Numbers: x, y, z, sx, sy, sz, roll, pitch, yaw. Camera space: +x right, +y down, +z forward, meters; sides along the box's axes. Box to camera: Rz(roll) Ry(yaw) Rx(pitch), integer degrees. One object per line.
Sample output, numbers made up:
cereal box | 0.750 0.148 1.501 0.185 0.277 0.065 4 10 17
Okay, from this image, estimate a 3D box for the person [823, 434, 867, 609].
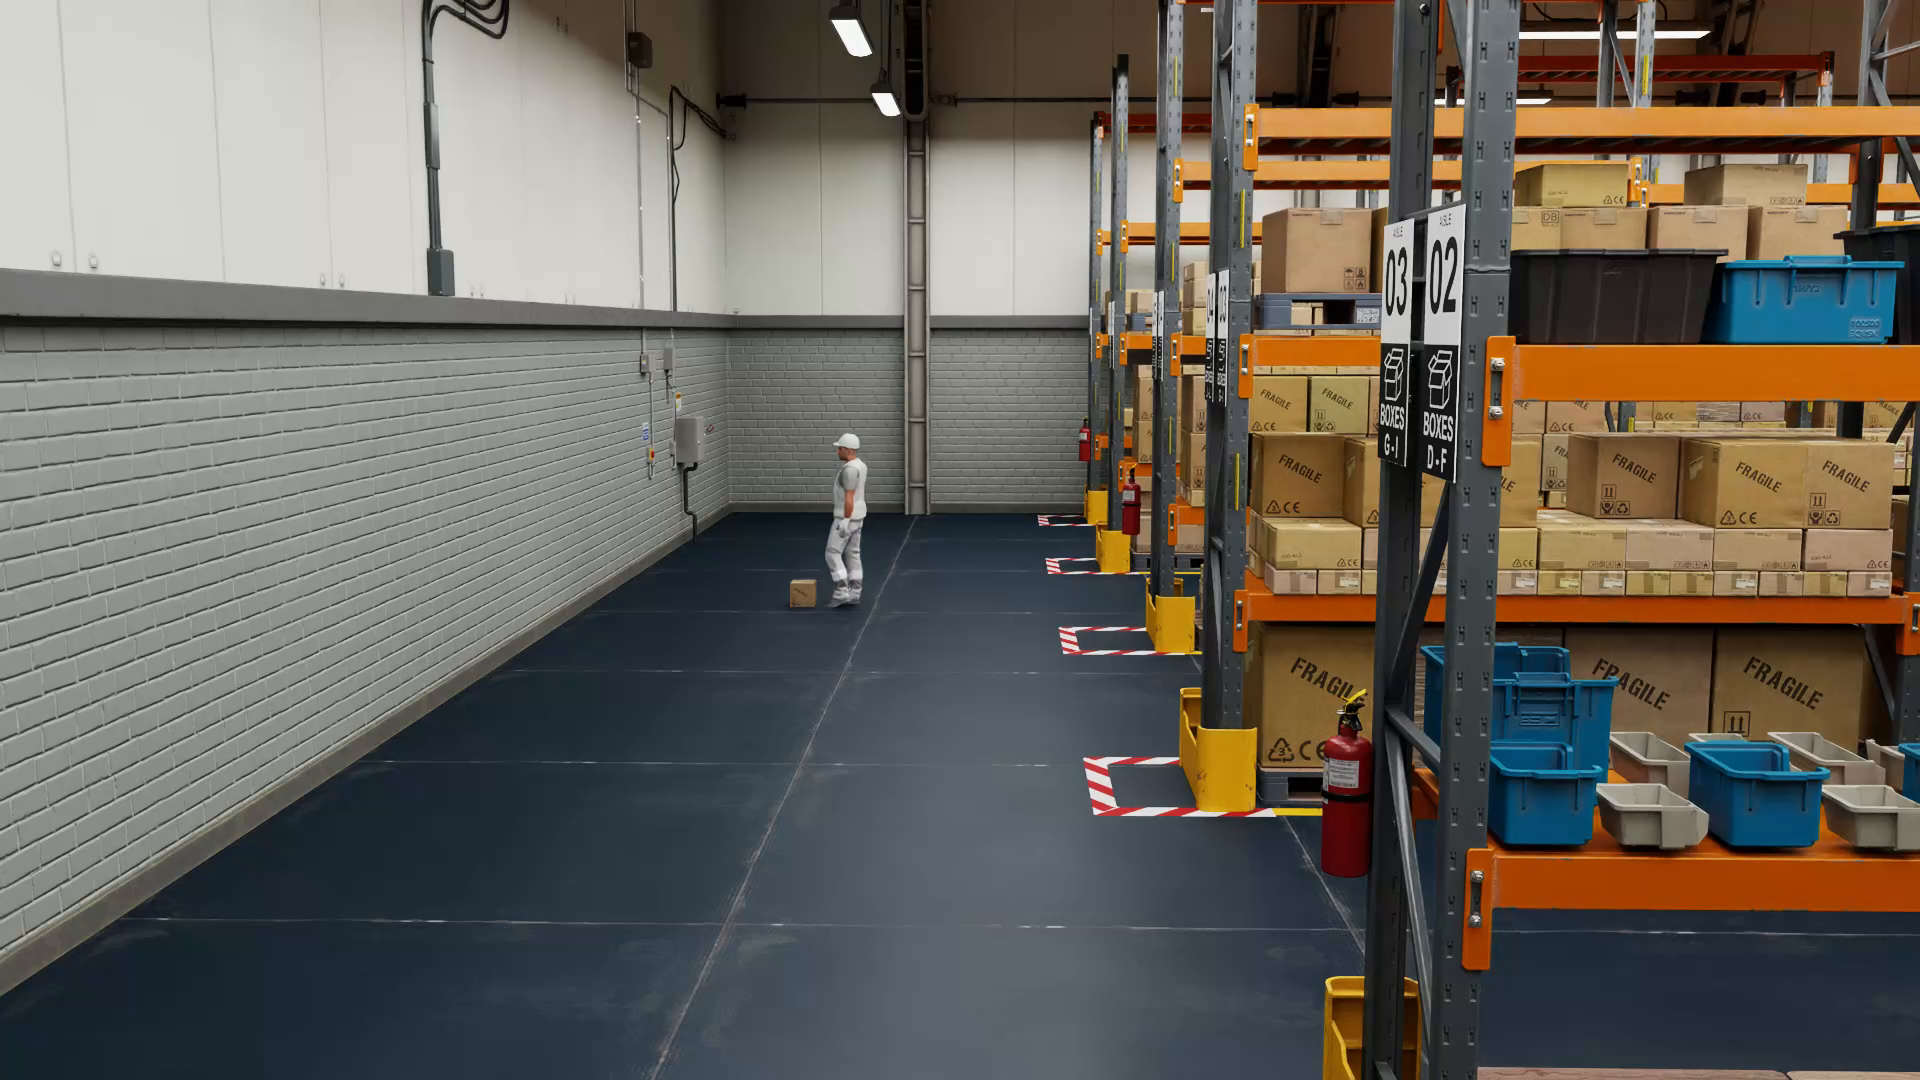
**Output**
person | -1.178 -0.199 17.312 0.402 1.820 0.590 2 7 13
